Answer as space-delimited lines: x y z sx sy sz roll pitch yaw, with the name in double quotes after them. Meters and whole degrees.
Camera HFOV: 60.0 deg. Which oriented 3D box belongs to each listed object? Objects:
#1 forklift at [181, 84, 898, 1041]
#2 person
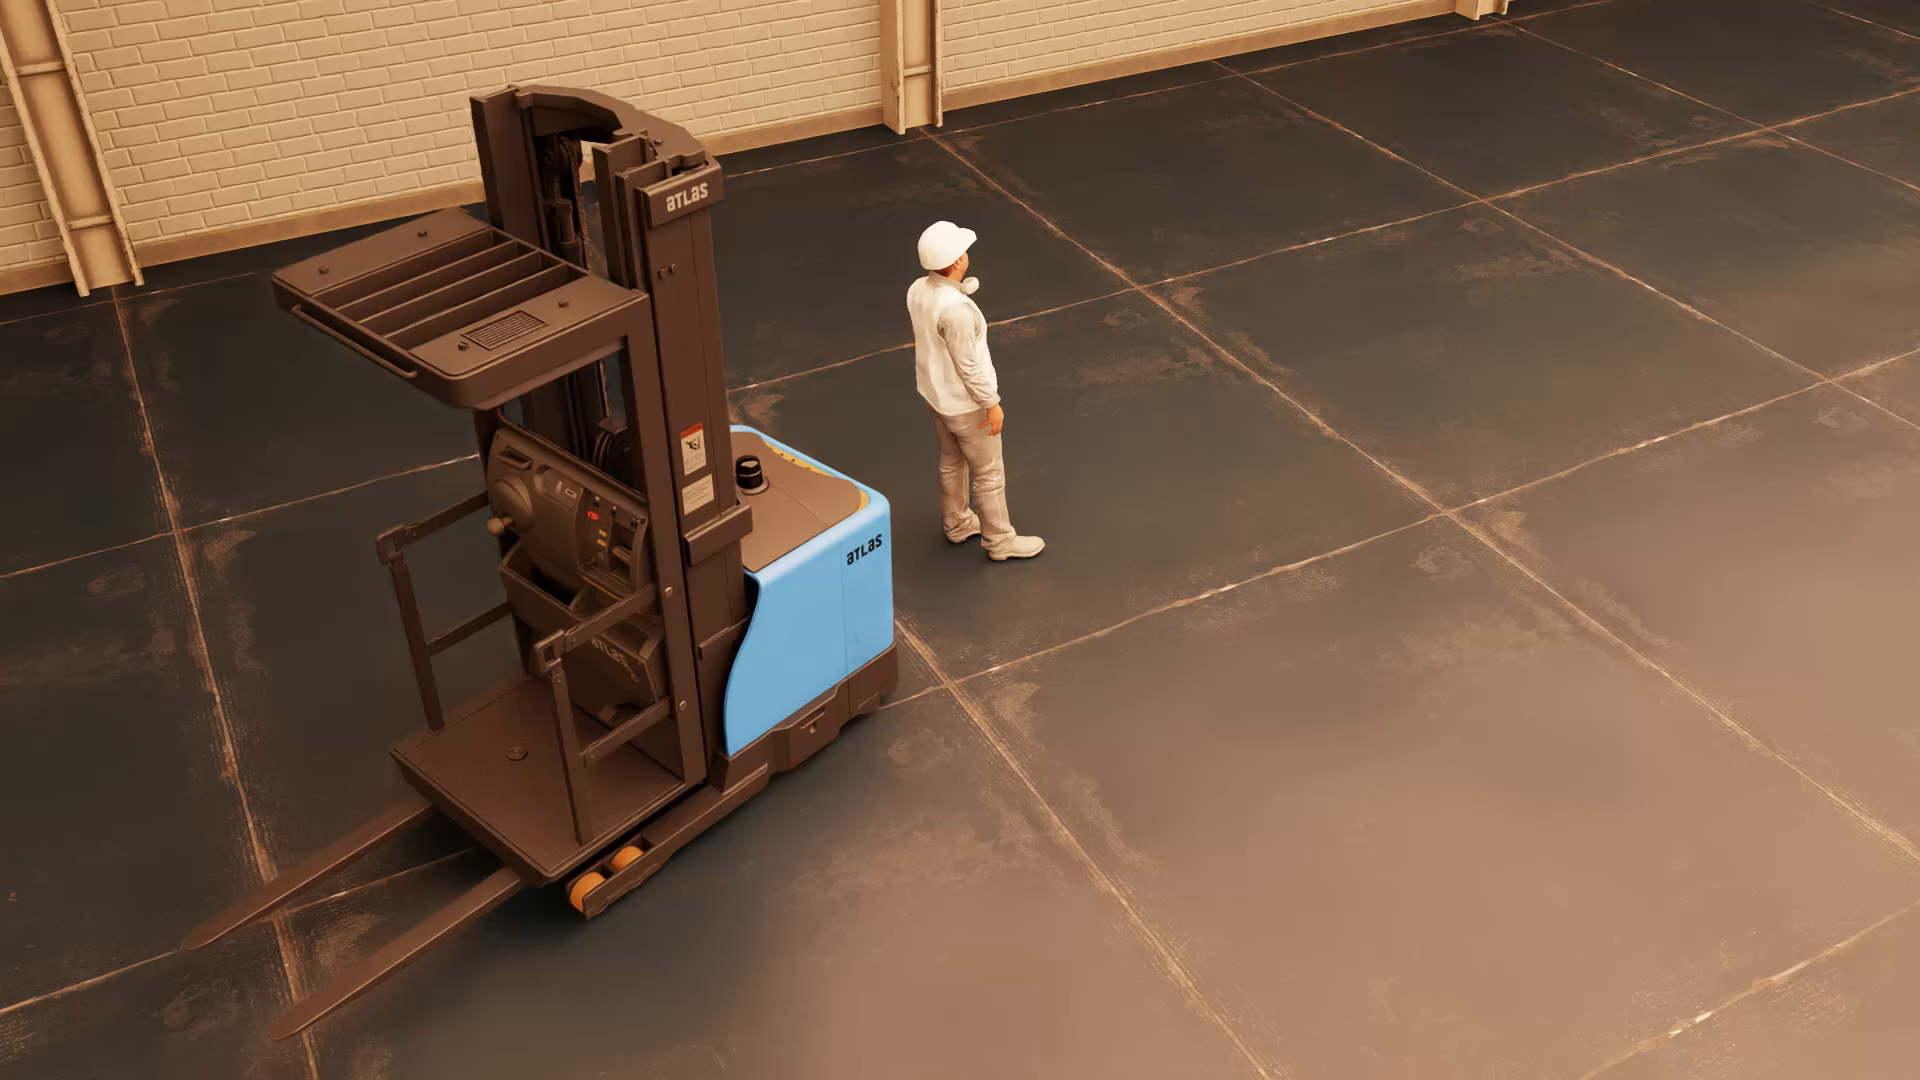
-1.636 -0.047 6.190 1.130 2.935 3.031 27 43 33 "forklift"
0.058 -0.743 8.164 0.568 1.773 0.632 -17 39 -23 "person"
